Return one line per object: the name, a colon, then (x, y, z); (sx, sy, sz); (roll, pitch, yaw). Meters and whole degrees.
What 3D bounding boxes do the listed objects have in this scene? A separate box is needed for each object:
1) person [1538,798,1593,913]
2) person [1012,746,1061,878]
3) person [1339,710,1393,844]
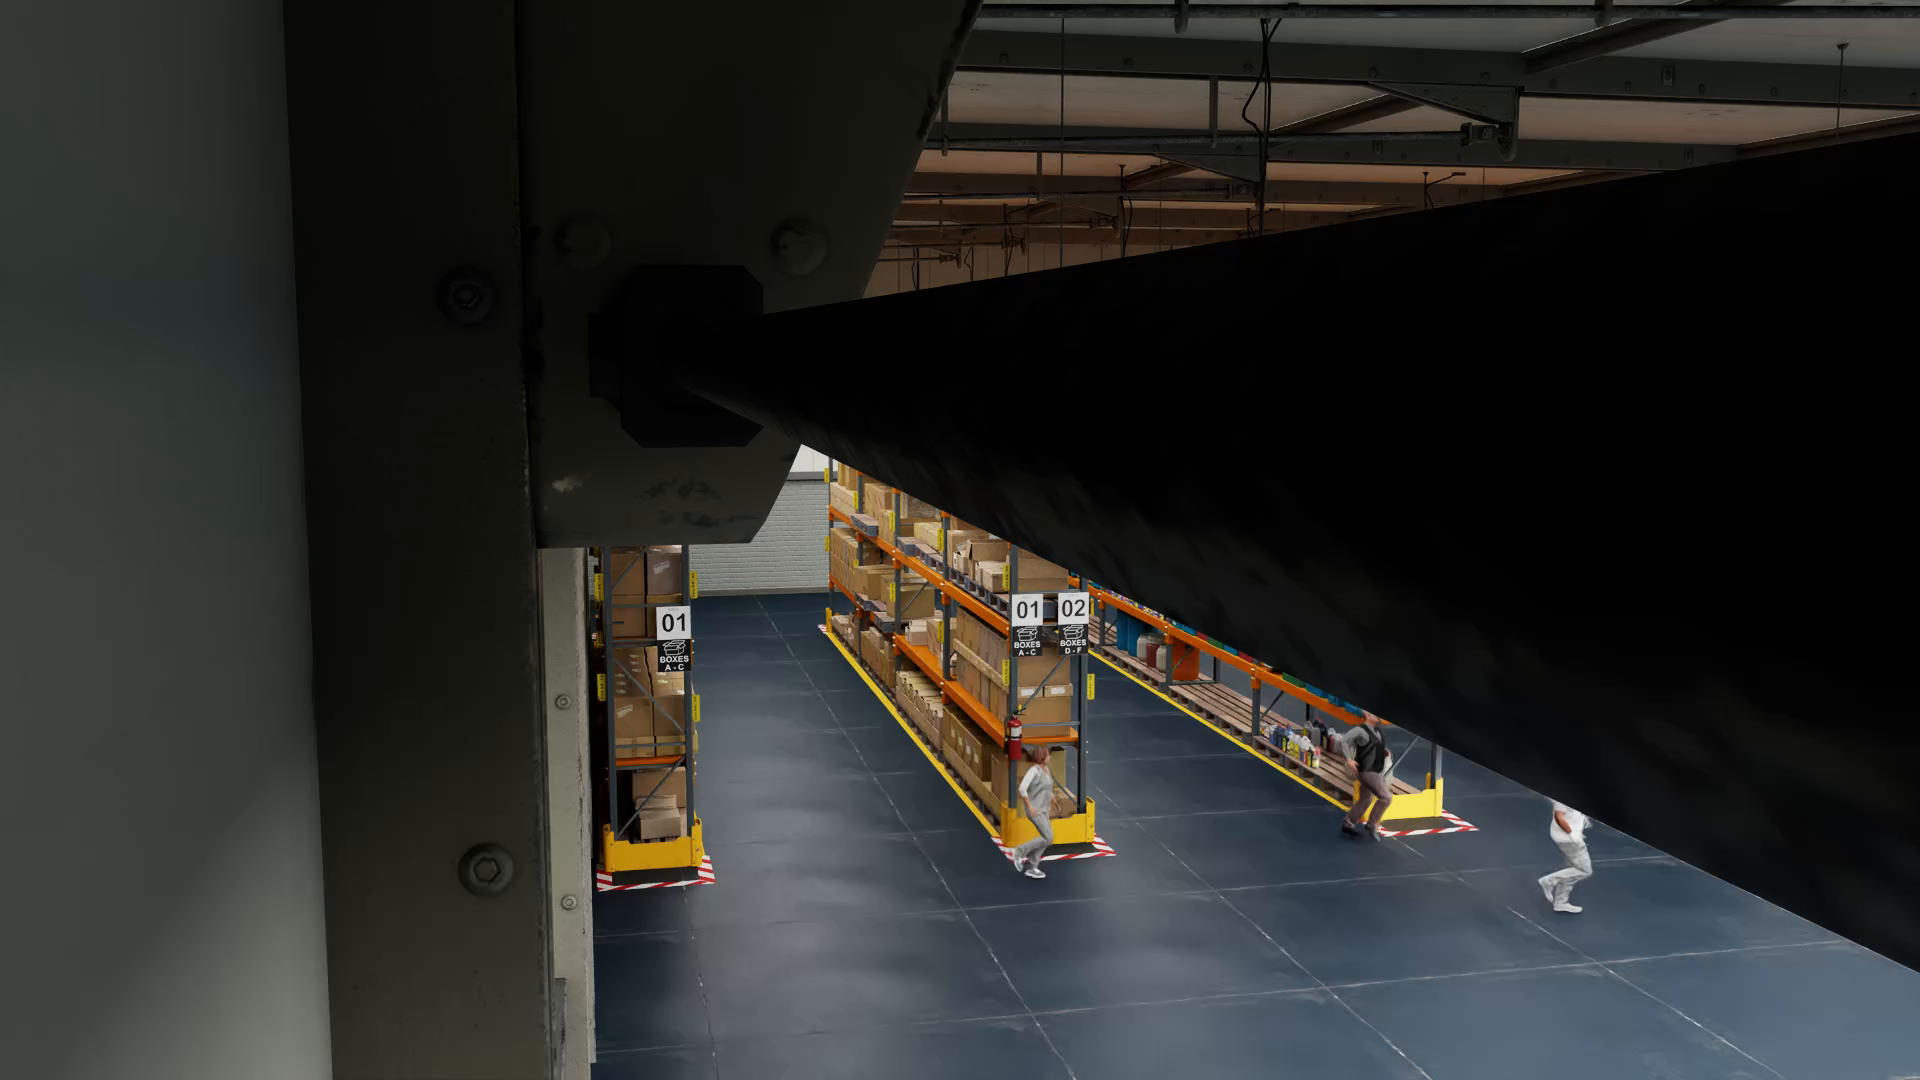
person: (6.734, 3.286, 18.469); (0.599, 1.733, 0.686); (1, 7, 10)
person: (0.932, 3.223, 19.821); (0.510, 1.533, 0.584); (3, 7, 22)
person: (5.231, 2.971, 21.239); (0.696, 1.701, 0.668); (4, 8, 32)
